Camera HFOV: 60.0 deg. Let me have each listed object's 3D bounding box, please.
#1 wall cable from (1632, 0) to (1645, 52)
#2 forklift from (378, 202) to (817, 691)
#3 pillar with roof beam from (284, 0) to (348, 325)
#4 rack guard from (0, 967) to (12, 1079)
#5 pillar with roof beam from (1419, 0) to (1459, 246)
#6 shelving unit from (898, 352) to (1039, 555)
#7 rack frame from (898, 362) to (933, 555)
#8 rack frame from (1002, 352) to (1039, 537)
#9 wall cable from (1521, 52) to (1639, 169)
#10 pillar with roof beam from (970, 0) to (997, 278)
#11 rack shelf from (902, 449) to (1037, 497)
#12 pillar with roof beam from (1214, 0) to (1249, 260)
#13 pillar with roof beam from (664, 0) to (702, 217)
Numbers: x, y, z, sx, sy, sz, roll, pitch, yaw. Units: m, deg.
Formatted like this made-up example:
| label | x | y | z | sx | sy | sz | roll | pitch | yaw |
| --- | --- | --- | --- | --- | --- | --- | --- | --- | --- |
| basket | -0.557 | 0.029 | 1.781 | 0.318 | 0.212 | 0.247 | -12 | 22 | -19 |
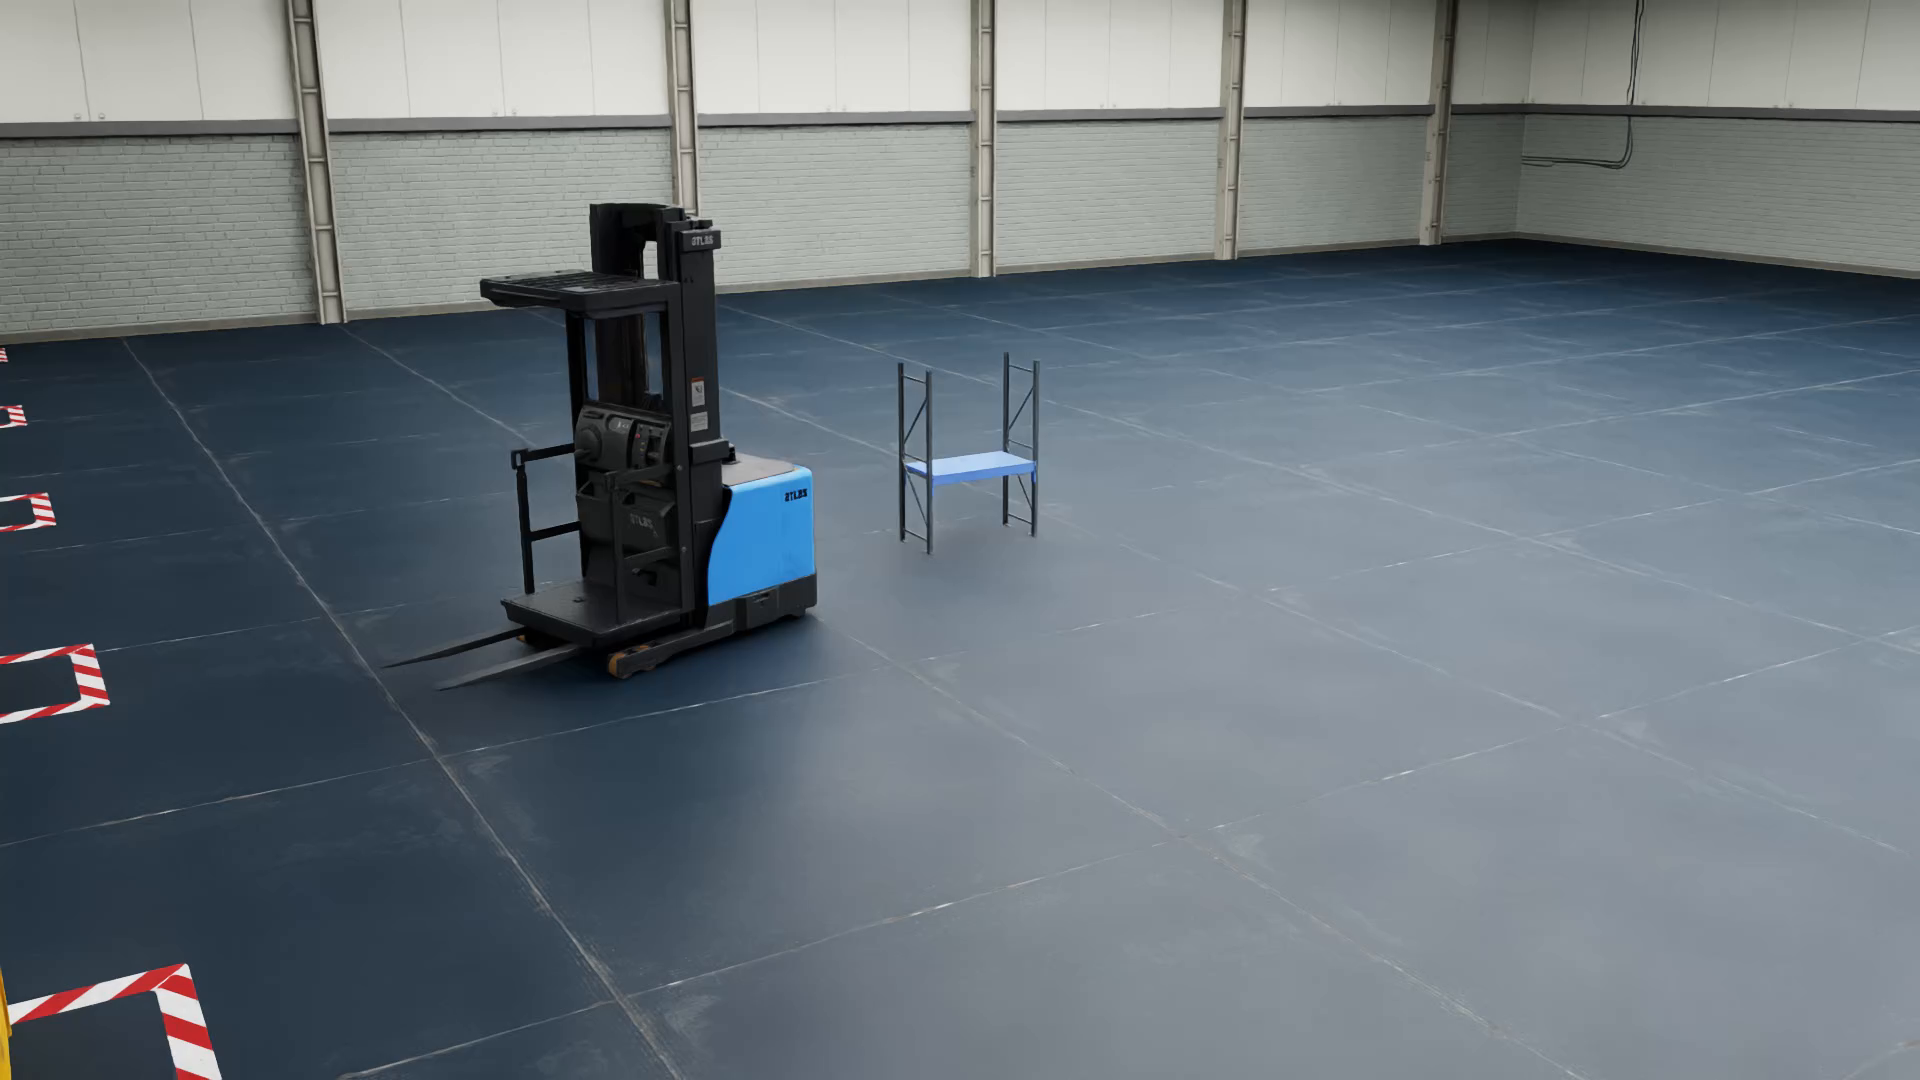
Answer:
| label | x | y | z | sx | sy | sz | roll | pitch | yaw |
| --- | --- | --- | --- | --- | --- | --- | --- | --- | --- |
| wall cable | 15.328 | -11.496 | 34.646 | 0.112 | 2.526 | 3.097 | -9 | 18 | -30 |
| forklift | -2.372 | -0.670 | 10.868 | 1.130 | 2.935 | 3.031 | 13 | 20 | 39 |
| pillar with roof beam | -7.627 | -6.750 | 21.318 | 0.400 | 9.000 | 9.100 | -9 | 18 | -30 |
| rack guard | -3.753 | 1.900 | 6.205 | 0.348 | 0.500 | 1.175 | -9 | 18 | -30 |
| pillar with roof beam | 12.945 | -10.086 | 33.219 | 0.400 | 9.000 | 9.100 | -9 | 18 | -30 |
| shelving unit | 0.073 | -0.734 | 13.750 | 1.048 | 1.500 | 0.538 | -9 | 18 | -30 |
| rack frame | -0.363 | -0.663 | 13.498 | 0.032 | 1.500 | 0.500 | -9 | 18 | -30 |
| rack frame | 0.509 | -0.805 | 14.002 | 0.032 | 1.500 | 0.500 | -9 | 18 | -30 |
| wall cable | 13.934 | -9.691 | 37.561 | 0.112 | 2.526 | 3.097 | -9 | 18 | -30 |
| pillar with roof beam | 2.659 | -8.418 | 27.268 | 0.400 | 9.000 | 9.100 | -9 | 18 | -30 |
| rack shelf | 0.073 | -0.561 | 13.798 | 1.000 | 0.185 | 0.538 | -9 | 18 | -30 |
| pillar with roof beam | 7.802 | -9.252 | 30.244 | 0.400 | 9.000 | 9.100 | -9 | 18 | -30 |
| pillar with roof beam | -2.484 | -7.584 | 24.293 | 0.400 | 9.000 | 9.100 | -9 | 18 | -30 |
